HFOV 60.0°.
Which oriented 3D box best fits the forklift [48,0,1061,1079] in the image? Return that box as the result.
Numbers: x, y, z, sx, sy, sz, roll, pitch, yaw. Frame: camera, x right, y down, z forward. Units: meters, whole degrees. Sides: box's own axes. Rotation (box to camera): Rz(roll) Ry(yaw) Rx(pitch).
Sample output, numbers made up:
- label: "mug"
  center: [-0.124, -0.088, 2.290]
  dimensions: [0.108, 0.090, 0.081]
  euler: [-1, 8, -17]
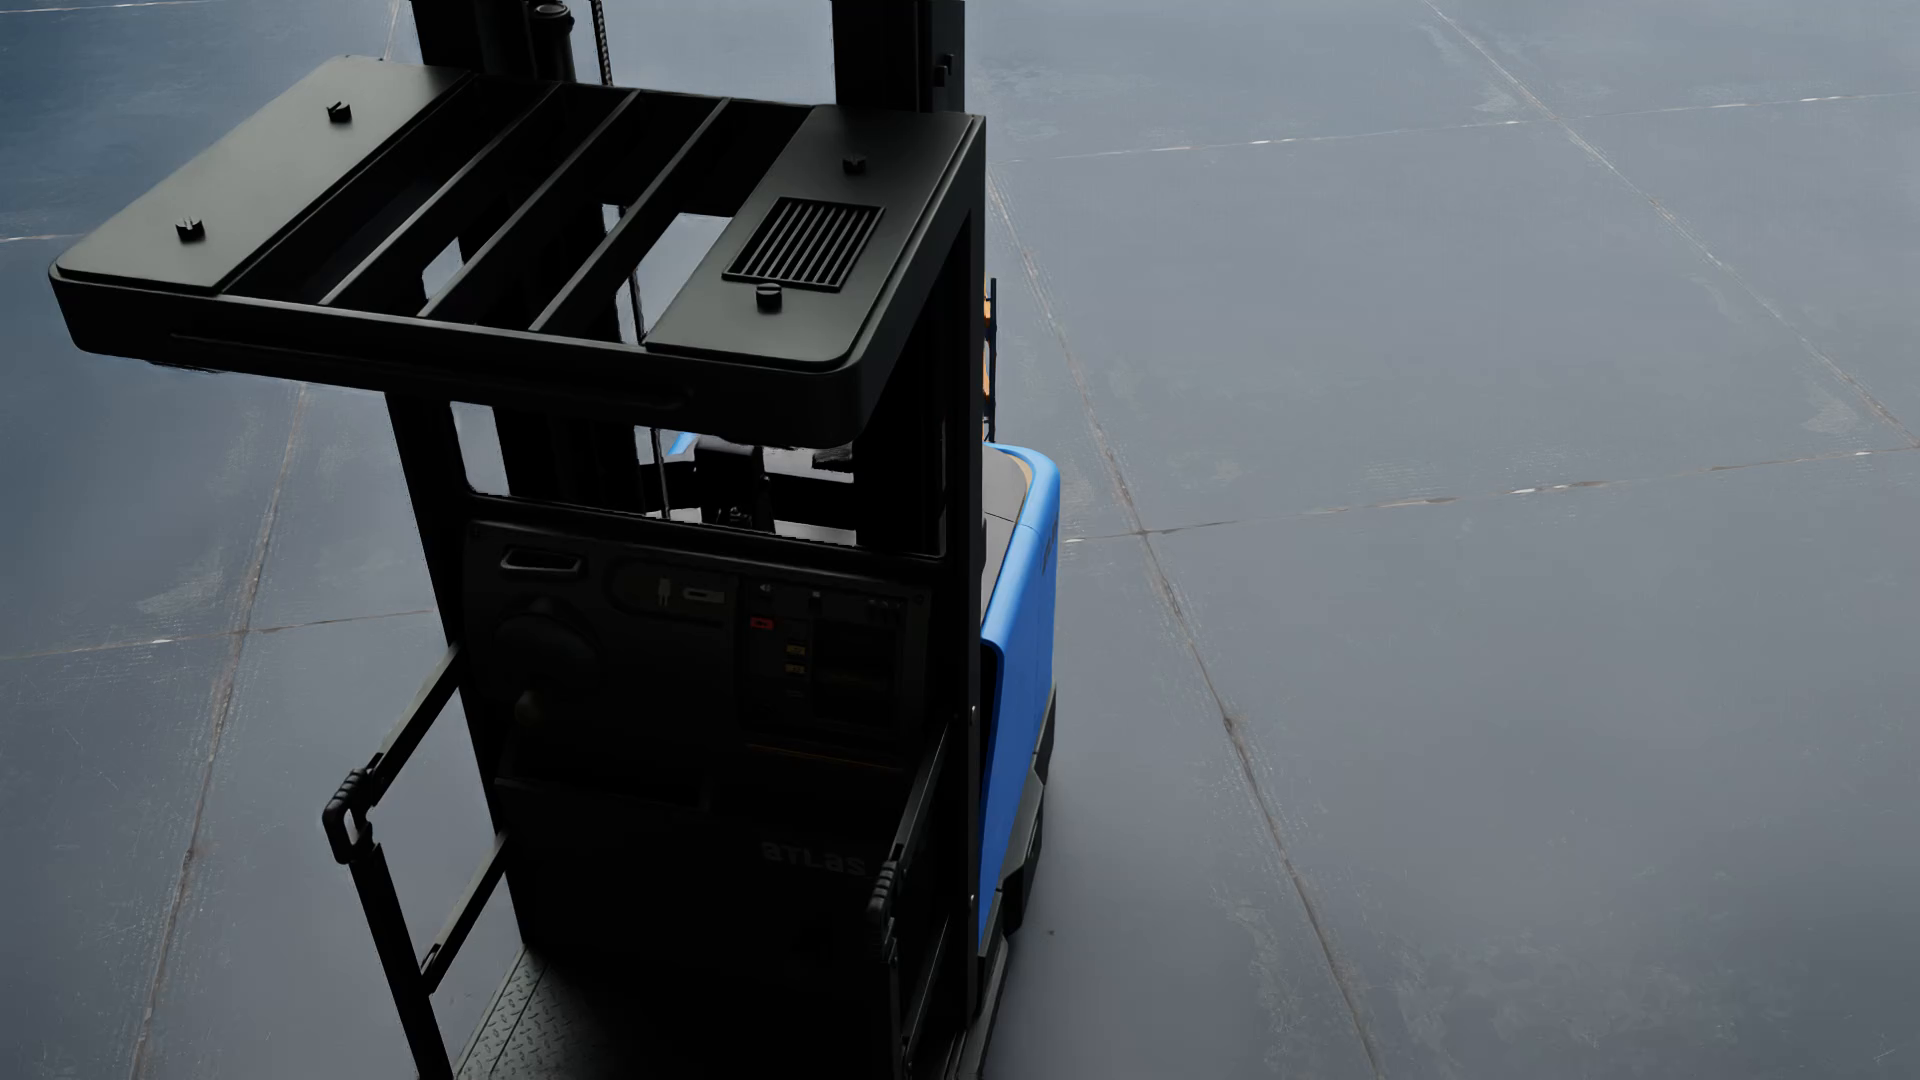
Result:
- label: "forklift"
  center: [-0.556, 0.273, 3.009]
  dimensions: [1.130, 2.935, 3.031]
  euler: [8, 39, 10]

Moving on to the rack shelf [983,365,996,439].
- label: "rack shelf"
  center: [-0.009, -0.439, 5.476]
  dimensions: [0.215, 0.259, 0.240]
  euler: [-6, 38, -8]

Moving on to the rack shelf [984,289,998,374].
- label: "rack shelf"
  center: [-0.009, -0.663, 5.302]
  dimensions: [0.215, 0.259, 0.240]
  euler: [-6, 38, -8]

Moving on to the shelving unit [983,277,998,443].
- label: "shelving unit"
  center: [-0.009, -0.447, 5.470]
  dimensions: [0.215, 1.050, 0.252]
  euler: [-6, 38, -8]

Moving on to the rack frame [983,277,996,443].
- label: "rack frame"
  center: [0.012, -0.373, 5.375]
  dimensions: [0.200, 1.050, 0.008]
  euler: [-6, 38, -8]
